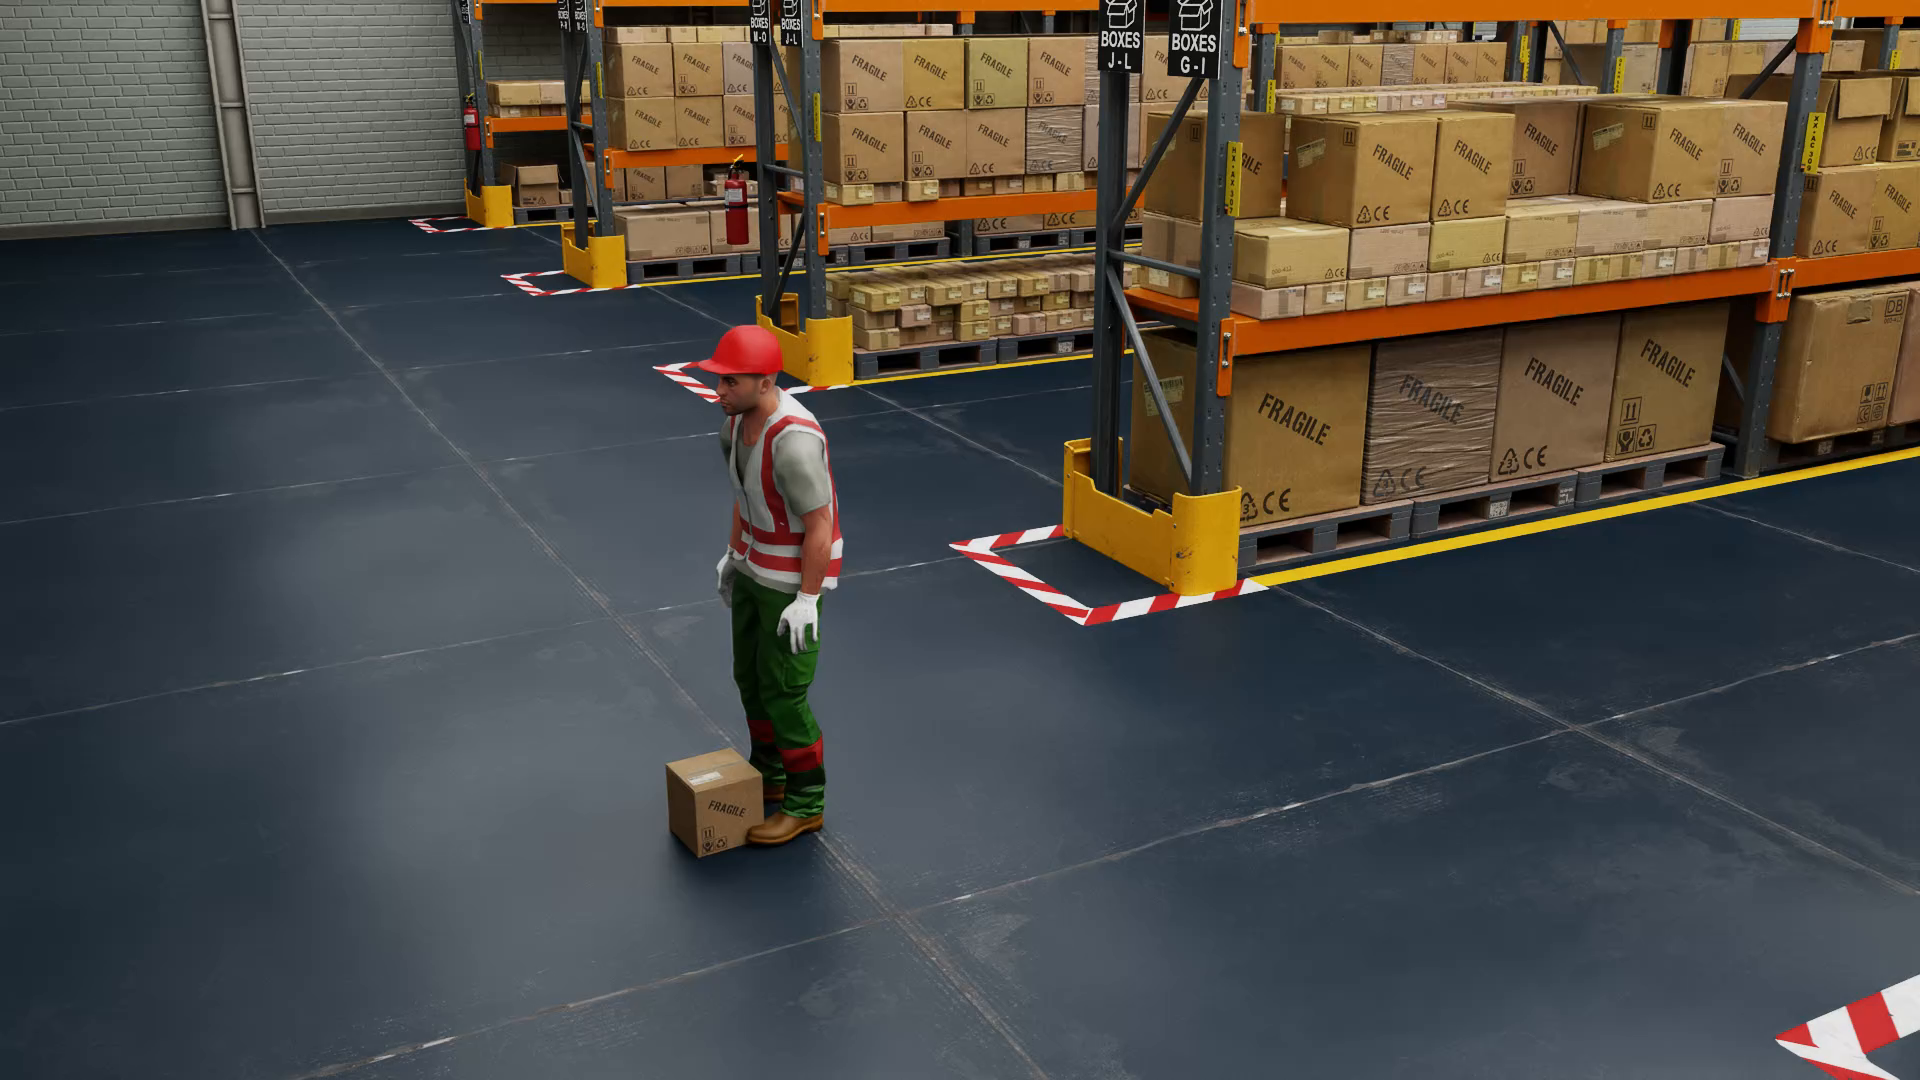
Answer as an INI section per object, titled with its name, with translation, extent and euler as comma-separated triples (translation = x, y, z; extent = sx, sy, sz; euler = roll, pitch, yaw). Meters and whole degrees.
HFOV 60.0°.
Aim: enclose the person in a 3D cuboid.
[person]
translation = -0.639, 0.149, 5.586
extent = 0.453, 1.778, 0.616
euler = -11, 21, -30
